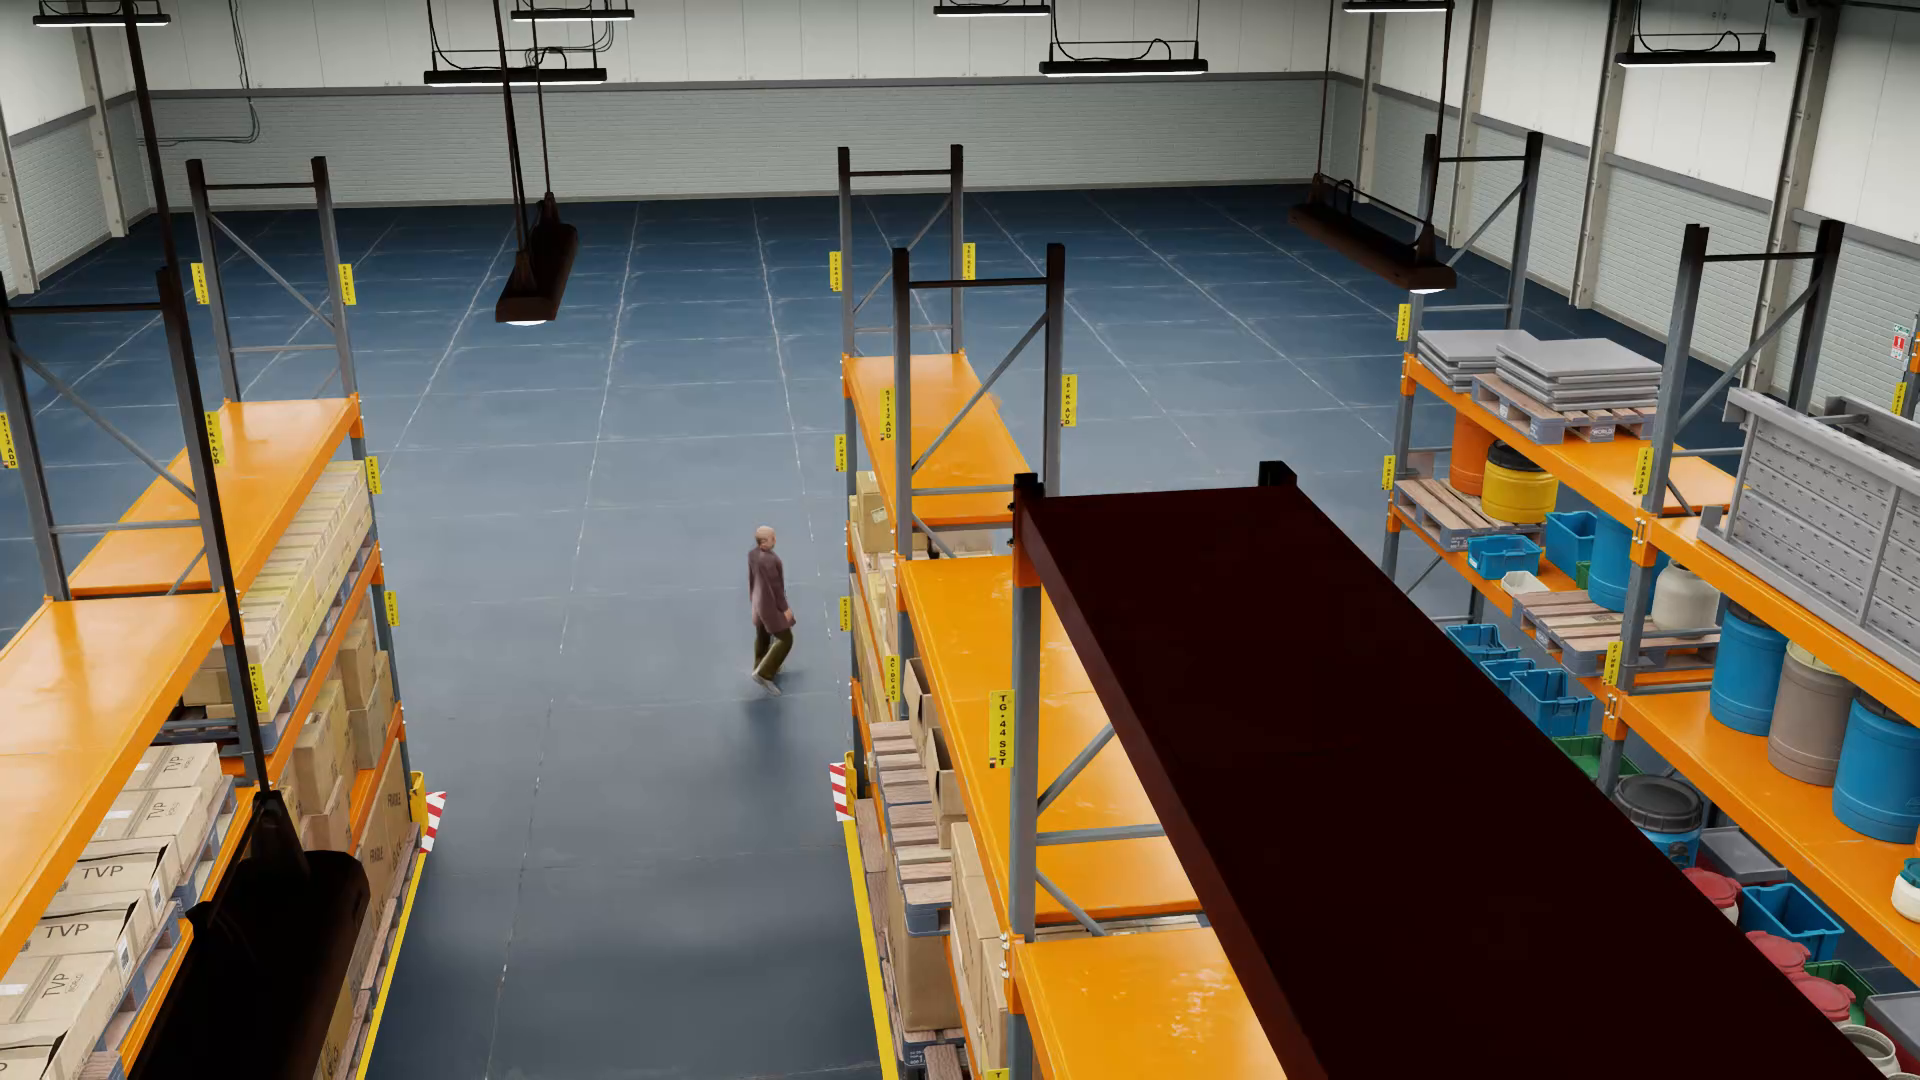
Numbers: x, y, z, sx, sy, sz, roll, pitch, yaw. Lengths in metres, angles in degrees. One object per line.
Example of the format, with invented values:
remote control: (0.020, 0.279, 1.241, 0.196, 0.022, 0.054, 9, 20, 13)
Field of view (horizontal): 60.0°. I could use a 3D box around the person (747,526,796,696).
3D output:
person: (-2.021, 0.760, 17.417, 0.508, 1.688, 0.624, -11, 24, -26)
